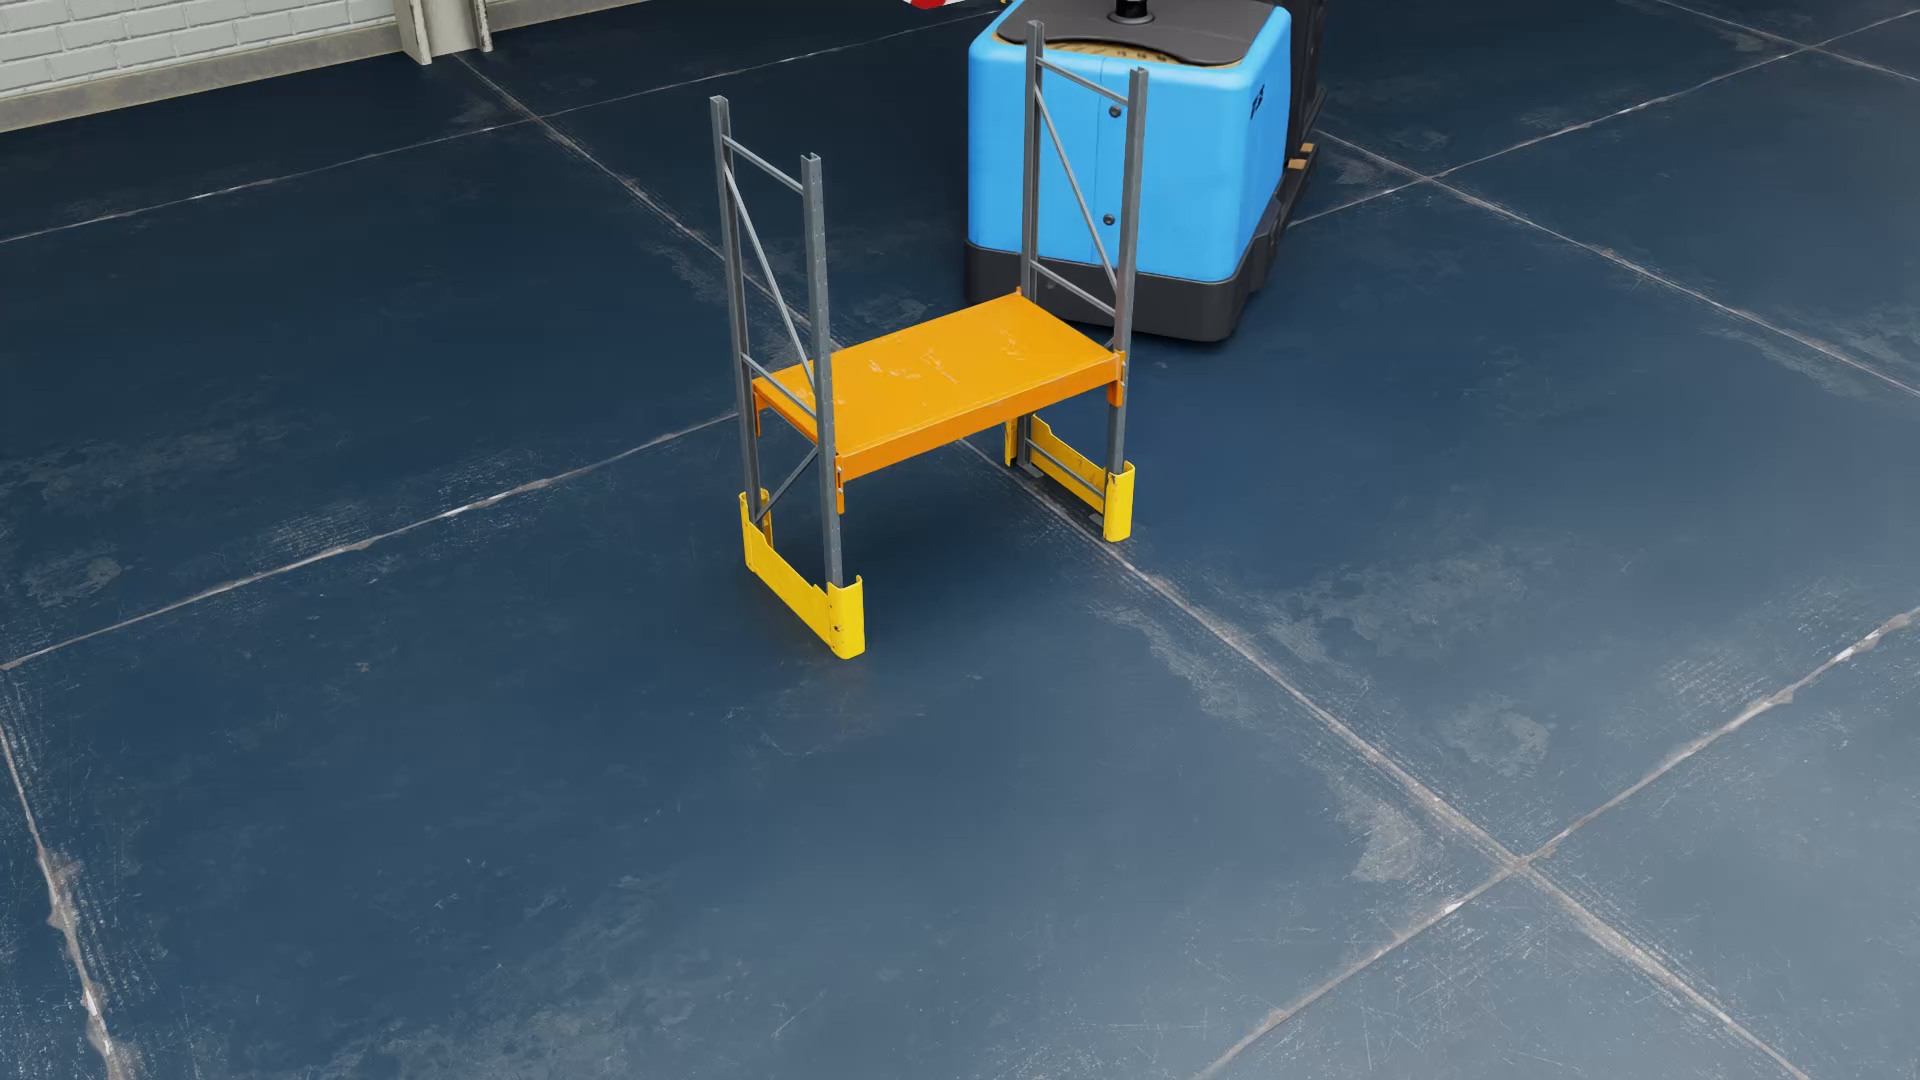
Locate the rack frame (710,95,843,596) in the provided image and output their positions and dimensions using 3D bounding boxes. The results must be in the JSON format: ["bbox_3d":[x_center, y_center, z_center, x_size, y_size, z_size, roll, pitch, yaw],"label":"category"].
[{"bbox_3d":[-0.485,-0.409,4.534,0.032,1.500,0.500,-22,41,-28],"label":"rack frame"}]

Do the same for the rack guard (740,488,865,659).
[{"bbox_3d":[-0.469,0.092,4.908,0.087,0.250,0.587,-22,41,-28],"label":"rack guard"}]

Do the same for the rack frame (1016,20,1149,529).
[{"bbox_3d":[0.346,-0.751,5.010,0.032,1.500,0.500,-22,41,-28],"label":"rack frame"}]

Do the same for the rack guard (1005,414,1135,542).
[{"bbox_3d":[0.345,-0.243,5.374,0.087,0.250,0.587,-22,41,-28],"label":"rack guard"}]

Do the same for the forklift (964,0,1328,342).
[{"bbox_3d":[0.985,-2.781,6.606,1.130,2.935,3.031,12,37,16],"label":"forklift"}]

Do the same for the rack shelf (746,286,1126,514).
[{"bbox_3d":[-0.070,-0.434,4.877,1.000,0.185,0.538,-22,41,-28],"label":"rack shelf"}]

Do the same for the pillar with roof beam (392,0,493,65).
[{"bbox_3d":[-0.264,-4.225,3.417,0.400,9.000,9.100,-22,41,-28],"label":"pillar with roof beam"}]

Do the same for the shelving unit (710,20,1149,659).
[{"bbox_3d":[-0.062,-0.583,4.776,1.083,1.500,0.587,-22,41,-28],"label":"shelving unit"}]
